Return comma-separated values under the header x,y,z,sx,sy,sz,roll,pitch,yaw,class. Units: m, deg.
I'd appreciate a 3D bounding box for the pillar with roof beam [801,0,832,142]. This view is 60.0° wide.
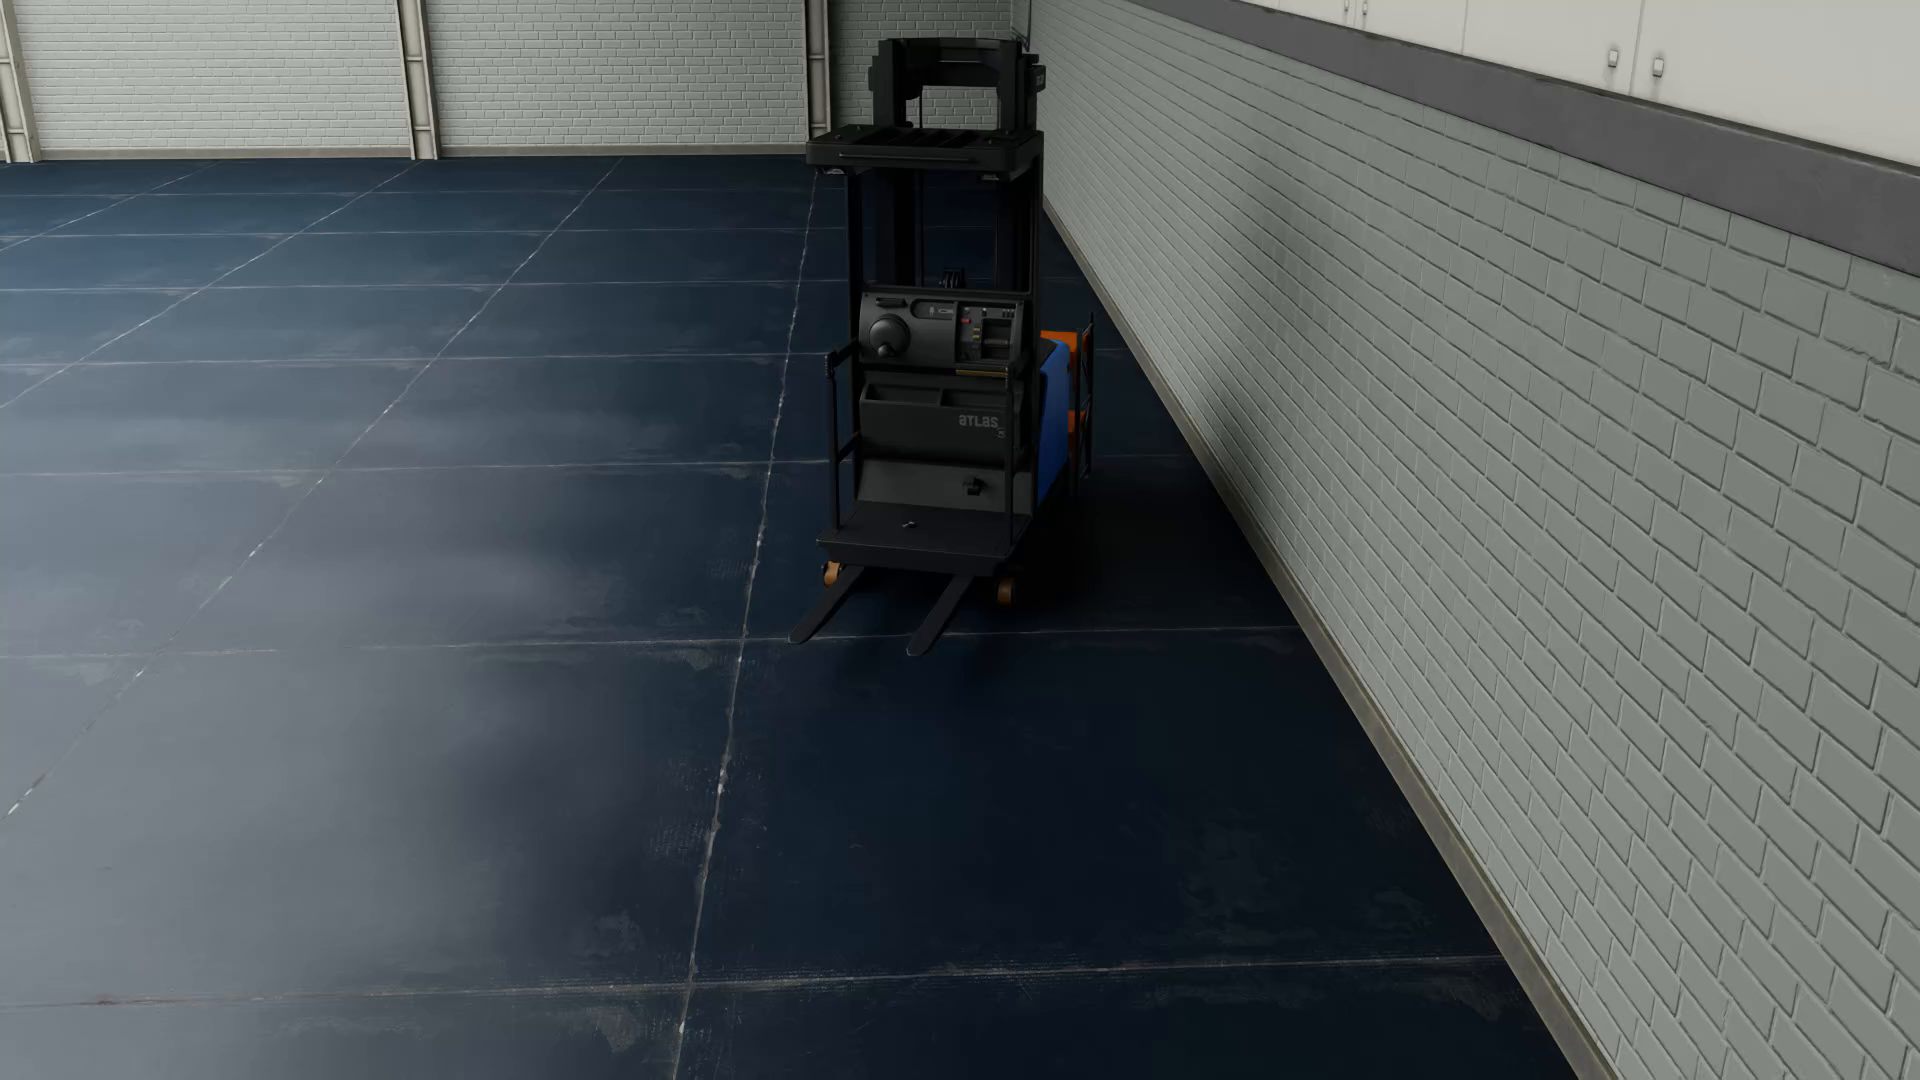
x,y,z,sx,sy,sz,roll,pitch,yaw,class
-1.943,-8.660,20.220,0.400,9.000,9.100,-1,21,-3,pillar with roof beam

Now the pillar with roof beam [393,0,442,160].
x,y,z,sx,sy,sz,roll,pitch,yaw,class
-7.933,-8.538,19.900,0.400,9.000,9.100,-1,21,-3,pillar with roof beam

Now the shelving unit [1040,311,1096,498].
x,y,z,sx,sy,sz,roll,pitch,yaw,class
0.319,-0.932,10.988,1.048,1.125,0.538,5,21,14,shelving unit

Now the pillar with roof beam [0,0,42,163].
x,y,z,sx,sy,sz,roll,pitch,yaw,class
-13.923,-8.416,19.580,0.400,9.000,9.100,-1,21,-3,pillar with roof beam

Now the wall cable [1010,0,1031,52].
x,y,z,sx,sy,sz,roll,pitch,yaw,class
0.828,-8.328,23.712,0.112,2.526,3.097,-1,21,-3,wall cable

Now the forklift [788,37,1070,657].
x,y,z,sx,sy,sz,roll,pitch,yaw,class
-0.153,-1.152,9.028,1.130,2.935,3.031,5,21,13,forklift

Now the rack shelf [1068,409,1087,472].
x,y,z,sx,sy,sz,roll,pitch,yaw,class
0.319,-0.704,11.075,1.000,0.278,0.538,5,21,14,rack shelf

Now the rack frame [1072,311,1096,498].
x,y,z,sx,sy,sz,roll,pitch,yaw,class
0.811,-0.887,10.869,0.032,1.125,0.500,5,21,14,rack frame

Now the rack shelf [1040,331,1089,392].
x,y,z,sx,sy,sz,roll,pitch,yaw,class
0.319,-1.206,10.884,1.000,0.278,0.538,5,21,14,rack shelf
